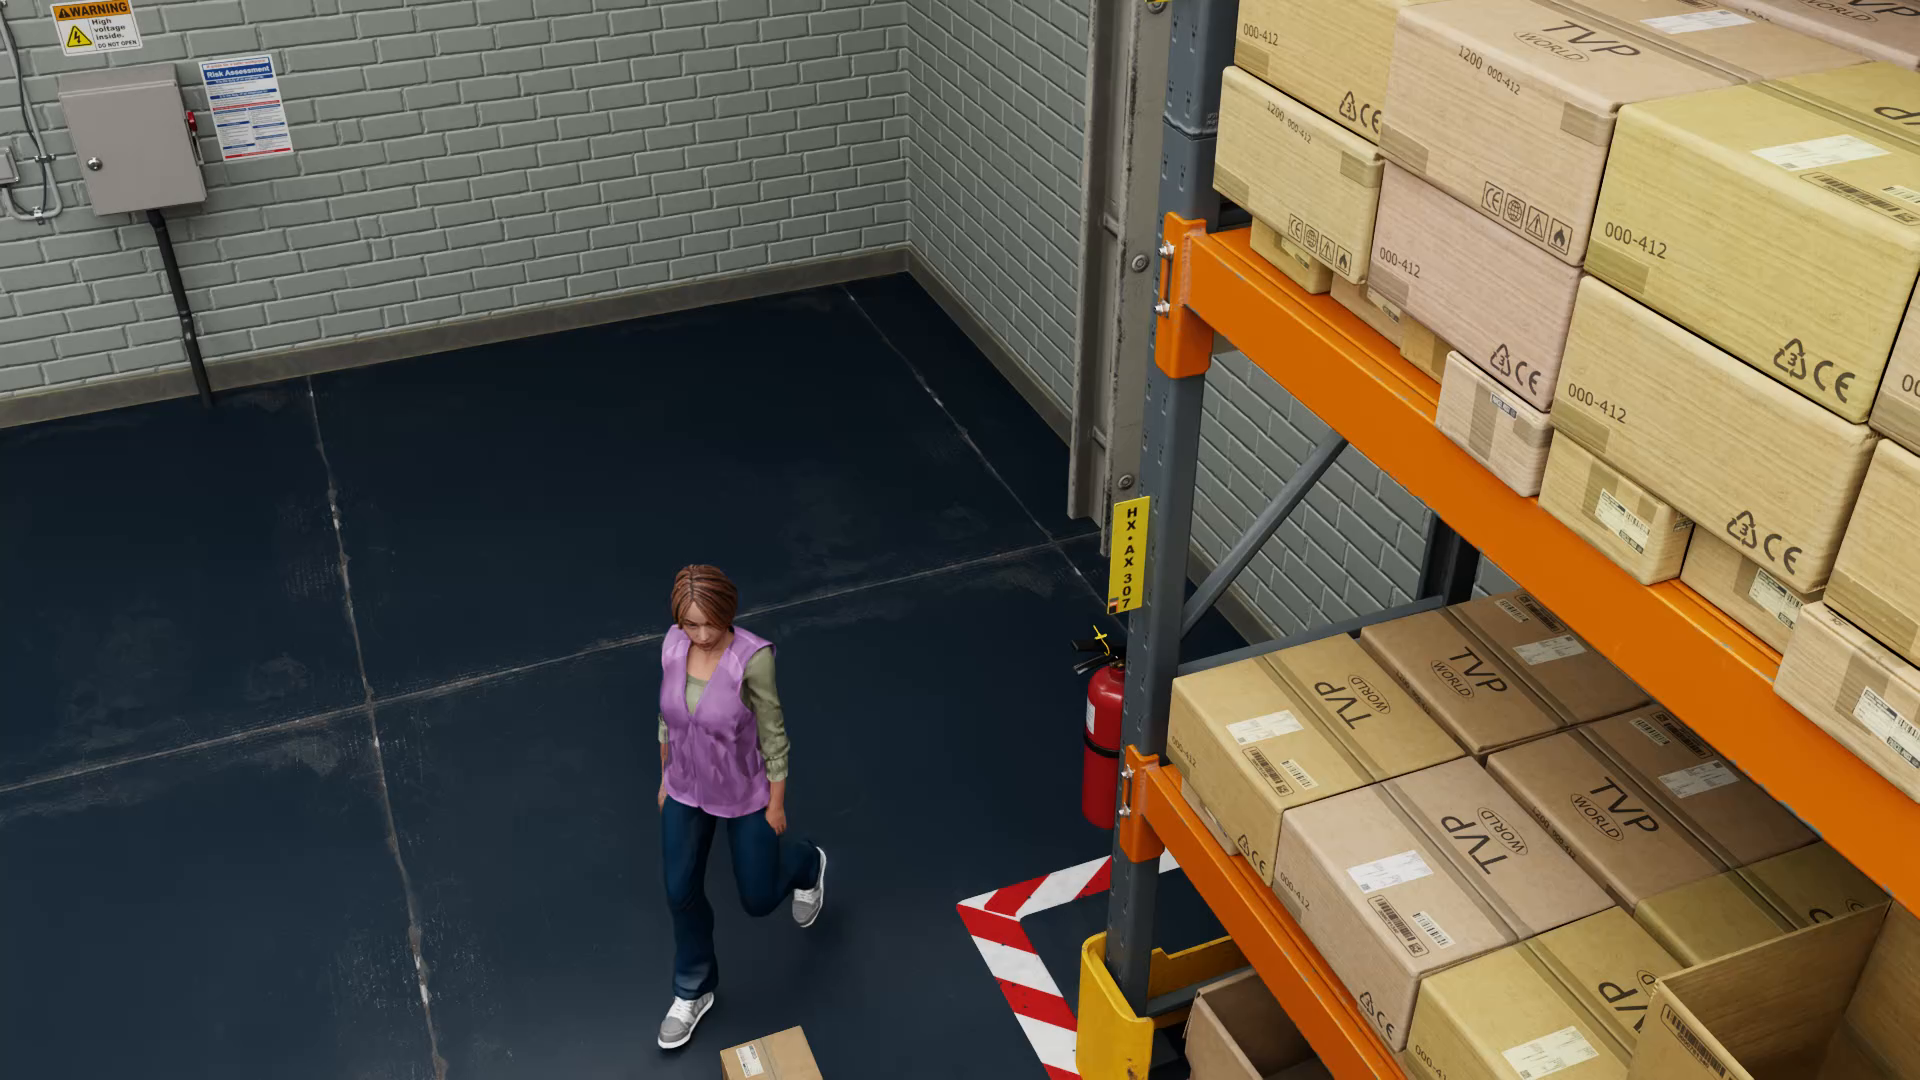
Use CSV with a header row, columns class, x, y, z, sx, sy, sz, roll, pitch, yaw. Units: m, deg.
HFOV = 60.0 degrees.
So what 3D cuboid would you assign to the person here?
class,x,y,z,sx,sy,sz,roll,pitch,yaw
person,-0.727,0.768,5.014,0.438,1.557,0.762,12,36,18
